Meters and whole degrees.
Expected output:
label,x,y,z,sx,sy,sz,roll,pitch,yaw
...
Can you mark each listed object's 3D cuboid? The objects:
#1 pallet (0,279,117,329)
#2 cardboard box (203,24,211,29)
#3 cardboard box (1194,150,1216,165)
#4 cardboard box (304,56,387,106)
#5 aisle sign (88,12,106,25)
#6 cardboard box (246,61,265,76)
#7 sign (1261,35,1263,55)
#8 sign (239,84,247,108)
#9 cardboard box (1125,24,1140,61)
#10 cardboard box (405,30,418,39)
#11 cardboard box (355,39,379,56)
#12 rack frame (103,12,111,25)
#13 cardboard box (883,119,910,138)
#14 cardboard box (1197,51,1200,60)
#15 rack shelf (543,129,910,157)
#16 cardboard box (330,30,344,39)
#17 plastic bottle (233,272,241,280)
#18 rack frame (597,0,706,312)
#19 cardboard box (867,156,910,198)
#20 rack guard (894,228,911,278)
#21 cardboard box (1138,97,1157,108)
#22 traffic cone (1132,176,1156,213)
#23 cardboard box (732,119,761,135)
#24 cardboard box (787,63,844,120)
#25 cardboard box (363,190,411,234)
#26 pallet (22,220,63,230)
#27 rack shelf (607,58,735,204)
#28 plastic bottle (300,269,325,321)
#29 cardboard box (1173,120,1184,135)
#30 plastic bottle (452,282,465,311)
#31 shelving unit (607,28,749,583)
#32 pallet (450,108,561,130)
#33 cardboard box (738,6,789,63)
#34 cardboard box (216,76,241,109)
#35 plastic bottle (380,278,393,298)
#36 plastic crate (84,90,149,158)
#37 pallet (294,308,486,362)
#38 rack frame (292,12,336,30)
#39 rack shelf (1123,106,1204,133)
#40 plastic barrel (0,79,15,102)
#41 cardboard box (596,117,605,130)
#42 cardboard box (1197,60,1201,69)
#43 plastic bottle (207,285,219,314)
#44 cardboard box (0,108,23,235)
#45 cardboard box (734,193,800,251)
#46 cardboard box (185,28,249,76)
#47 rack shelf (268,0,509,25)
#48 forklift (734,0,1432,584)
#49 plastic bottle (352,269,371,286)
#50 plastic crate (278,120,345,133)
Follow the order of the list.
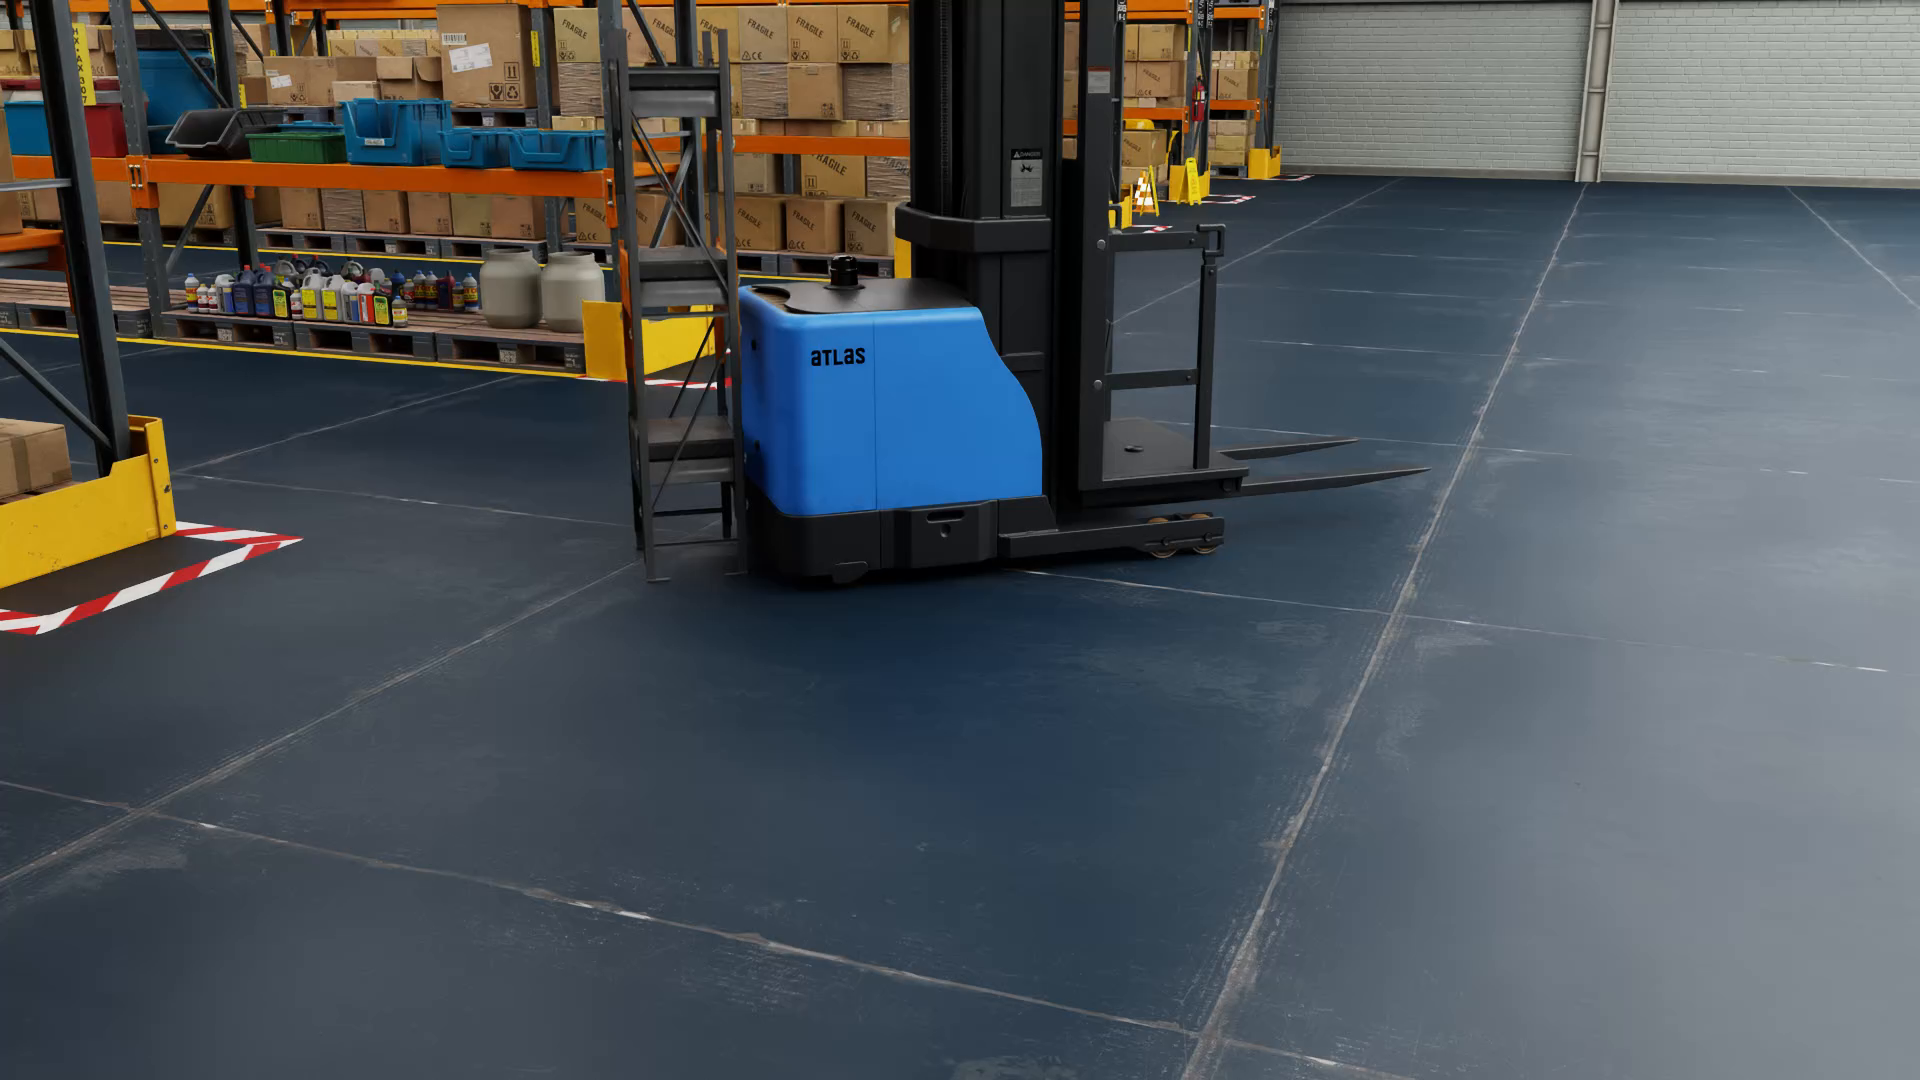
label,x,y,z,sx,sy,sz,roll,pitch,yaw
pallet,-7.597,-1.900,13.340,1.213,0.211,1.003,6,17,21
cardboard box,-10.444,-7.124,23.827,0.500,0.500,0.500,6,17,19
cardboard box,4.267,-6.679,28.977,0.500,0.250,0.500,6,17,21
cardboard box,-6.544,-4.912,17.781,0.500,0.500,0.700,9,19,29
aisle sign,-13.103,-8.167,25.261,0.004,0.787,0.394,6,17,21
cardboard box,-9.978,-6.591,23.783,0.500,0.500,0.500,6,17,21
sign,5.067,-8.308,27.911,0.005,0.325,0.100,6,17,21
sign,-5.502,-3.319,12.730,0.005,0.325,0.100,6,17,21
cardboard box,2.438,-7.211,24.125,0.500,0.500,0.700,6,17,21
cardboard box,-9.272,-8.654,28.465,0.250,0.149,0.380,6,17,19
cardboard box,-10.116,-8.431,28.860,0.500,0.500,0.500,6,17,20
rack frame,-13.145,-6.833,25.330,0.127,3.000,1.000,6,17,21
cardboard box,-0.516,-3.775,15.248,0.250,0.149,0.380,6,17,21
cardboard box,4.170,-8.344,28.659,0.250,0.149,0.380,6,17,21
rack shelf,-2.036,-3.779,16.101,4.000,0.370,1.077,6,17,21
cardboard box,-10.725,-8.794,28.949,0.250,0.149,0.380,7,18,22
plastic bottle,-5.229,-1.807,12.100,0.133,0.283,0.061,6,17,21
rack frame,-1.993,-2.635,10.872,0.127,3.000,1.000,6,17,21
cardboard box,-0.583,-4.613,20.741,0.875,0.875,0.875,6,17,21
rack guard,-0.246,-2.727,15.672,0.348,0.500,1.175,6,17,21
cardboard box,2.758,-6.350,24.116,0.250,0.149,0.380,6,17,20
traffic cone,2.497,-4.659,22.391,0.334,0.463,0.336,6,17,21
cardboard box,-1.950,-3.901,15.682,0.250,0.149,0.380,6,17,21
cardboard box,-1.186,-4.194,15.528,0.500,0.500,0.875,6,17,21
cardboard box,-5.936,-3.576,17.807,0.500,0.500,0.700,8,18,25
pallet,-10.593,-3.749,19.709,1.213,0.211,1.003,6,17,21
rack shelf,-1.112,-1.578,6.383,0.431,0.518,0.480,-4,17,-15
plastic bottle,-4.544,-1.731,11.718,0.185,0.351,0.144,6,17,20
cardboard box,3.786,-7.205,28.998,0.500,0.250,0.500,7,17,21
plastic bottle,-3.661,-1.780,12.154,0.097,0.201,0.097,0,16,0
shelving unit,-1.112,-0.919,6.574,0.431,2.100,0.503,-4,17,-15
pallet,-4.554,-4.353,17.132,1.213,0.211,1.003,6,17,21
cardboard box,-1.709,-4.685,15.424,0.500,0.500,0.500,6,17,21
cardboard box,-8.167,-4.773,18.054,0.500,0.500,0.500,7,18,22
plastic bottle,-4.260,-1.846,12.381,0.097,0.201,0.097,0,16,0
plastic crate,-6.276,-3.046,12.169,0.583,0.464,0.402,6,17,21
pallet,-3.965,-1.502,11.968,1.213,0.211,1.003,6,17,21
rack frame,-11.423,-8.127,29.788,0.127,3.000,1.000,6,17,21
rack shelf,1.600,-6.349,24.955,4.000,0.370,1.077,6,17,21
plastic barrel,-7.608,-3.384,13.206,0.433,0.535,0.433,0,16,0
cardboard box,-3.336,-4.061,16.233,0.250,0.149,0.380,6,17,21
cardboard box,4.159,-8.189,28.660,0.250,0.149,0.380,6,17,20
plastic bottle,-5.389,-1.745,12.034,0.097,0.201,0.097,0,16,0
cardboard box,-4.243,-1.450,6.610,0.500,0.500,0.700,6,17,21
cardboard box,-1.894,-3.111,16.239,0.500,0.500,0.500,8,18,26
cardboard box,-8.292,-5.347,18.234,0.637,0.503,0.797,7,18,23
rack shelf,-7.564,-7.314,22.898,4.000,0.370,1.077,6,17,21
forklift,0.587,-1.465,6.962,3.031,2.935,1.130,-6,17,-18
plastic bottle,-4.419,-1.862,12.291,0.133,0.283,0.061,6,17,21
plastic crate,-4.584,-2.930,12.154,0.616,0.251,0.499,6,17,21
